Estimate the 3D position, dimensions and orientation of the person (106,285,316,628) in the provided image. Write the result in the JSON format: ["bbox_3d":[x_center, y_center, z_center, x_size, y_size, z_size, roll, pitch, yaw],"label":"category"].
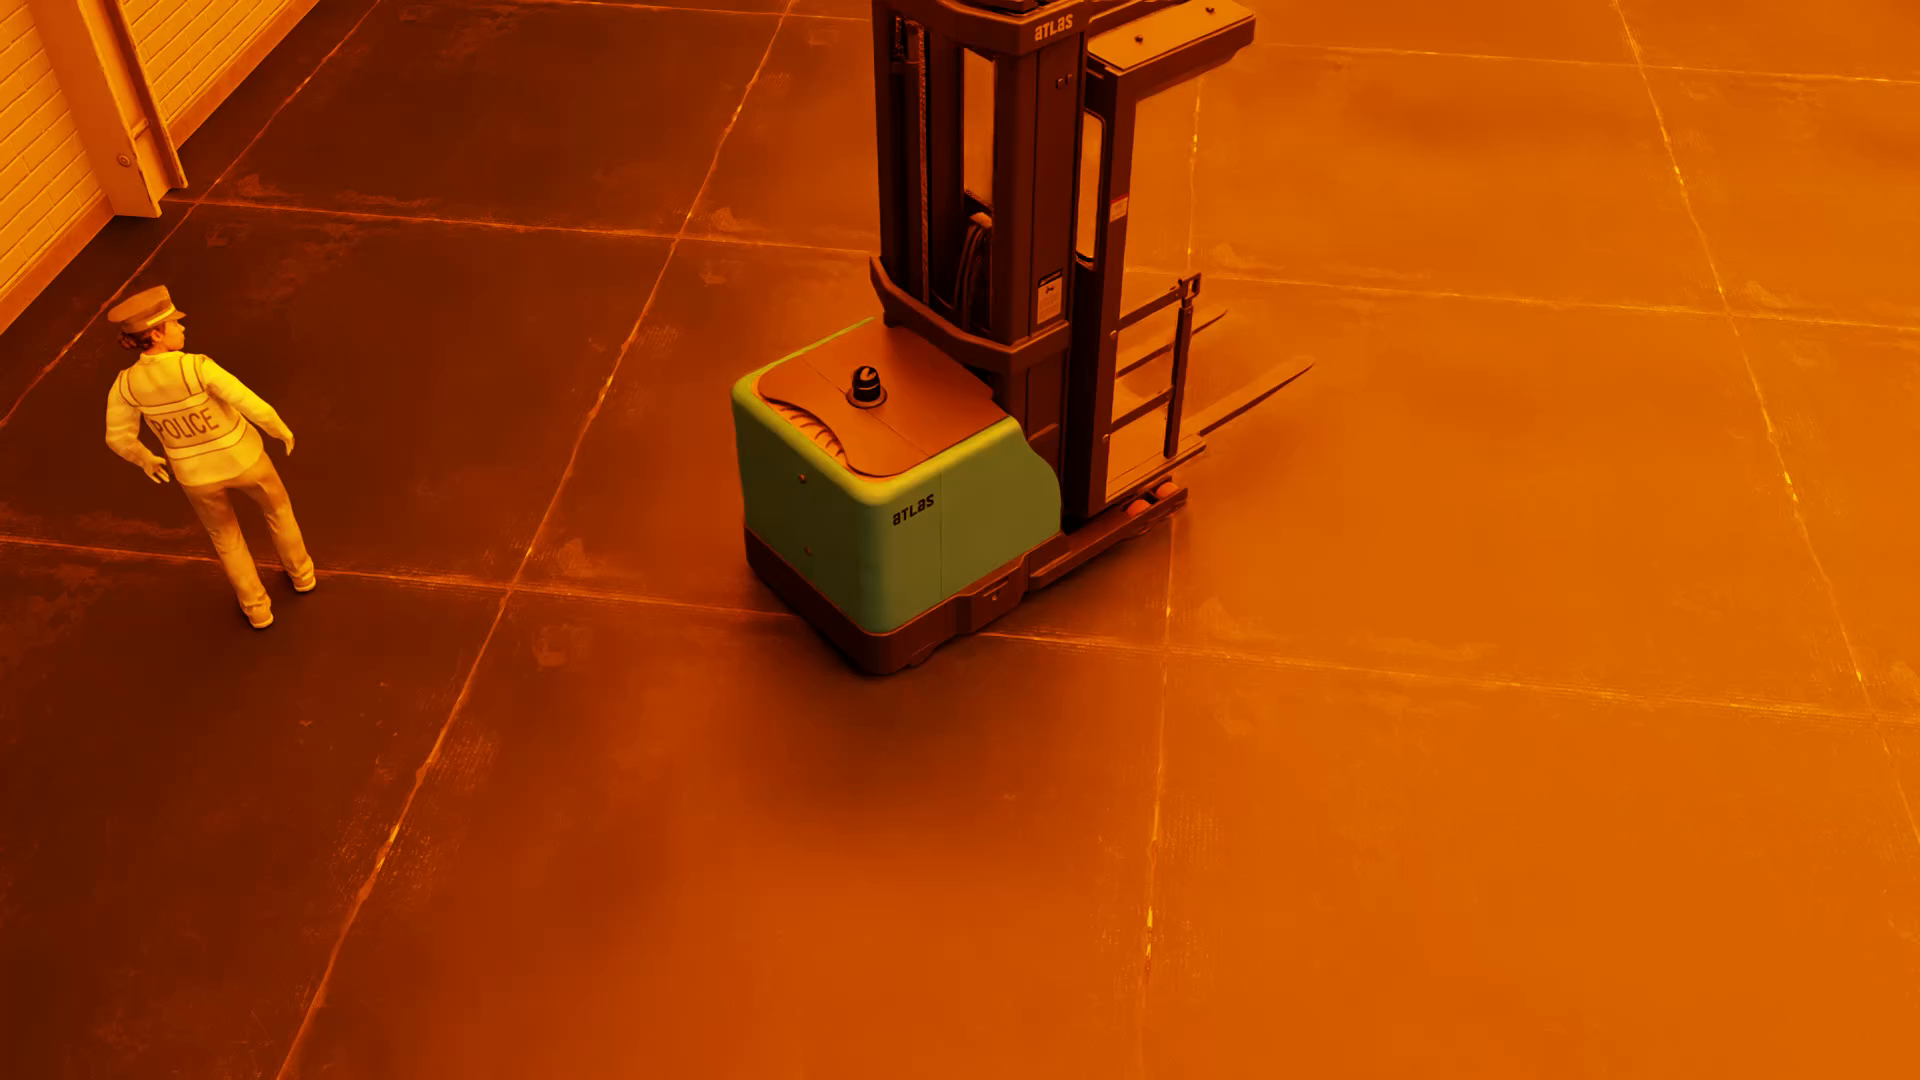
[{"bbox_3d":[-3.177,-0.351,7.056,0.687,1.653,0.467,-12,44,-13],"label":"person"}]

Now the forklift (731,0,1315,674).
[{"bbox_3d":[0.462,-1.351,7.195,3.031,2.935,1.130,-30,50,-28],"label":"forklift"}]
